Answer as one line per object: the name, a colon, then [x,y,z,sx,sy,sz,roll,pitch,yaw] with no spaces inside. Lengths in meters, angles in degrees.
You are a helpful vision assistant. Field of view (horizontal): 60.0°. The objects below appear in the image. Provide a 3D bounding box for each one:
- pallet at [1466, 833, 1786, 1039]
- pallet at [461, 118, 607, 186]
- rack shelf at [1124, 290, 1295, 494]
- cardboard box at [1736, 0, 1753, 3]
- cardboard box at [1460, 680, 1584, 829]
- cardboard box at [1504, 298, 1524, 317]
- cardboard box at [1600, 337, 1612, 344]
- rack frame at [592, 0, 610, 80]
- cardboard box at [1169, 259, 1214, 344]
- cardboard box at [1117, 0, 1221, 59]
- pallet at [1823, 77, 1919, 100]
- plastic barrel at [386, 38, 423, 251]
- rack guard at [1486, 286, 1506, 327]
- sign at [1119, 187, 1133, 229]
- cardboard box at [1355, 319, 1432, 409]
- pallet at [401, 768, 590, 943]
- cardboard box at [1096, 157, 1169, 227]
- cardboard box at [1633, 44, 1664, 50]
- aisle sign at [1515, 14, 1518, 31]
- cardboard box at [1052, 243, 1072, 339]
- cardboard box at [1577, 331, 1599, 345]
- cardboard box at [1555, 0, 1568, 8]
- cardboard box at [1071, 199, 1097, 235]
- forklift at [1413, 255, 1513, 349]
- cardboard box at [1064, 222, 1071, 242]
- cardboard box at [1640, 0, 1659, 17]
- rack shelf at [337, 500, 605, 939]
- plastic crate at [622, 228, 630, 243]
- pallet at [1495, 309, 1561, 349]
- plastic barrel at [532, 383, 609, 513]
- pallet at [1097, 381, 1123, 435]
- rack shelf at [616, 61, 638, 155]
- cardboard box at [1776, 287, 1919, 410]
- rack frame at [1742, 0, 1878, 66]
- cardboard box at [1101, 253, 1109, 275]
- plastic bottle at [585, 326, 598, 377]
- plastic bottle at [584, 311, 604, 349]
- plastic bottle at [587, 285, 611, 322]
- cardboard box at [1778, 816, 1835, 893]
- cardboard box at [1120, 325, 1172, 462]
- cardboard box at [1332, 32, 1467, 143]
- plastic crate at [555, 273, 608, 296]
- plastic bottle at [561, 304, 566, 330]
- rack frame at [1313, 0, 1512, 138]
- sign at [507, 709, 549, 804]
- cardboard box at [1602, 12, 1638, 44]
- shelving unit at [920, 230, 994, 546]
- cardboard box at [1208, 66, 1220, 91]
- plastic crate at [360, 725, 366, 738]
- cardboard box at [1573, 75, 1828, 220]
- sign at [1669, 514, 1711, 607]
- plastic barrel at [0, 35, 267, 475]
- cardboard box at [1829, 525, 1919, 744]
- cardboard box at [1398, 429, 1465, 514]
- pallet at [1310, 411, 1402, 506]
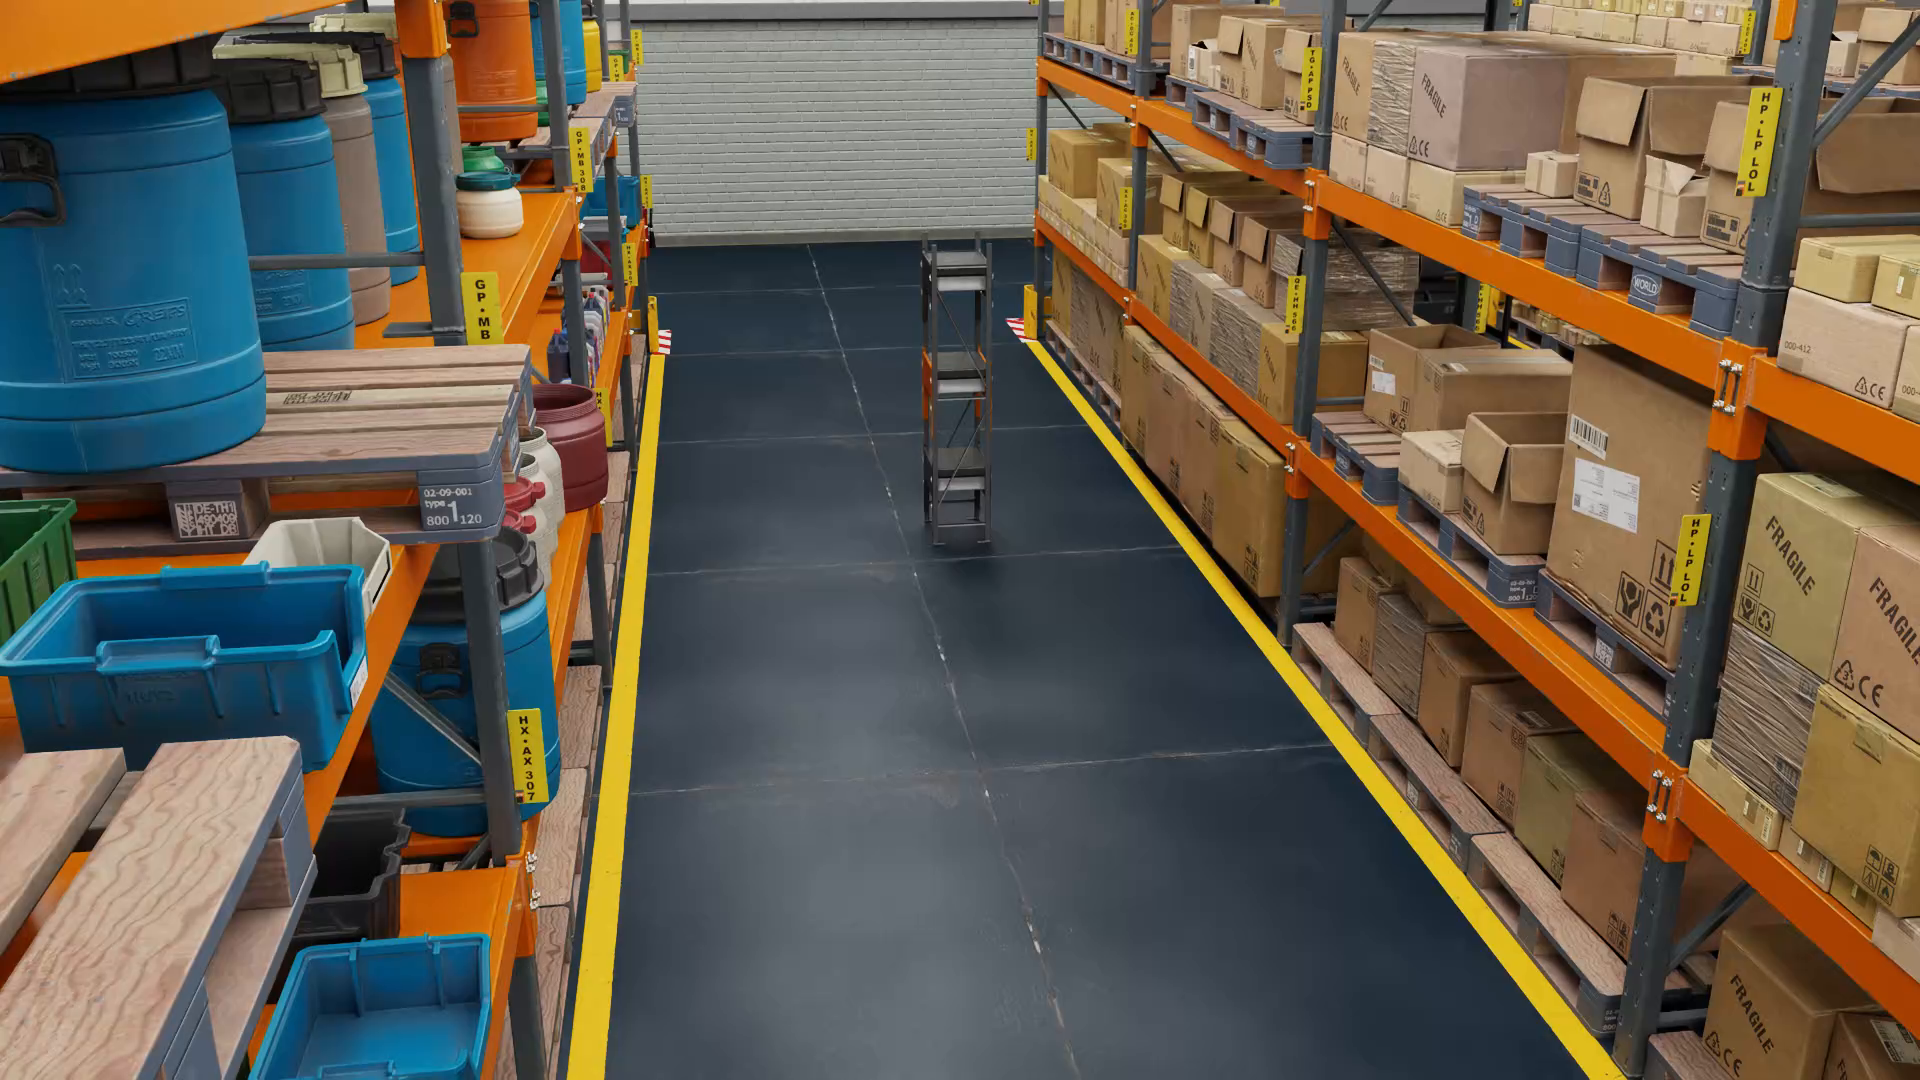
pallet: [2.887,1.620,7.077,1.003,0.211,1.213,-3,21,-8]
pallet: [-2.491,-2.139,9.138,1.003,0.211,1.213,-3,21,-8]
rack shelf: [2.136,-1.157,11.556,1.077,0.370,4.000,-3,21,-8]
cardboard box: [6.877,-4.543,14.236,0.380,0.149,0.250,-4,21,-9]
cardboard box: [2.802,0.975,7.764,0.700,0.500,0.500,-5,21,-12]
cardboard box: [5.952,-2.451,17.465,0.380,0.149,0.250,-2,21,-7]
cardboard box: [6.289,-1.953,15.708,0.380,0.149,0.250,-4,21,-10]
rack frame: [-3.054,-4.747,11.566,1.000,3.000,0.127,-3,21,-8]
cardboard box: [1.812,-1.714,11.876,0.500,0.500,0.500,-3,21,-9]
cardboard box: [1.675,-4.150,13.368,0.700,0.500,0.500,-4,21,-11]
pallet: [6.906,-3.141,11.820,1.213,0.211,1.003,-3,21,-8]
plastic barrel: [-2.479,-1.637,6.910,0.600,0.830,0.708,-3,21,-8]
rack guard: [6.205,-2.590,17.935,1.175,0.500,0.348,-3,21,-8]
sign: [1.299,-2.601,13.042,0.100,0.325,0.005,-3,21,-8]
cardboard box: [2.623,-1.031,10.046,0.500,0.500,0.500,-2,21,-6]
pallet: [-2.231,1.446,7.543,1.003,0.211,1.213,-3,21,-8]
cardboard box: [1.449,-2.927,13.982,0.500,0.500,0.500,-3,21,-7]
cardboard box: [6.298,-4.242,14.715,0.500,0.250,0.500,-3,21,-8]
aisle sign: [5.886,-5.015,17.140,0.394,0.787,0.004,-3,21,-8]
cardboard box: [1.442,-2.556,16.708,0.875,0.875,0.875,-3,21,-8]
cardboard box: [6.189,-1.916,16.032,0.380,0.149,0.250,-3,21,-8]
cardboard box: [6.001,-5.232,16.081,0.380,0.149,0.250,-3,21,-8]
cardboard box: [1.304,-2.927,15.055,0.500,0.250,0.500,-3,21,-9]
forklift: [4.124,-2.468,14.134,1.130,2.935,3.031,-3,21,-8]
cardboard box: [1.183,-2.869,15.471,0.380,0.149,0.250,-3,21,-8]
cardboard box: [6.243,-4.699,14.653,0.380,0.149,0.250,-3,21,-8]
rack shelf: [-2.189,0.477,7.179,1.077,0.370,4.000,-3,21,-8]
plastic crate: [-3.081,-2.573,14.473,0.416,0.233,0.300,-3,21,-8]
pallet: [6.287,-2.171,17.228,1.003,0.211,1.213,-3,21,-8]
plastic barrel: [-2.110,-0.470,8.494,0.600,0.536,0.708,-3,21,-8]
pallet: [1.815,-1.148,14.487,1.003,0.211,1.213,-3,21,-8]
rack shelf: [-3.342,-3.698,14.070,1.077,0.370,4.000,-3,21,-8]
cardboard box: [2.812,-0.583,4.918,0.500,0.250,0.500,-4,21,-10]
rack frame: [6.770,-5.212,12.810,1.000,3.000,0.127,-3,21,-8]
cardboard box: [1.405,-2.336,14.043,0.380,0.149,0.250,-3,21,-9]
plastic bottle: [-2.439,-1.231,10.795,0.144,0.351,0.185,-3,21,-8]
plastic bottle: [-2.552,-1.458,11.509,0.152,0.276,0.135,-3,21,-8]
plastic bottle: [-2.677,-1.759,12.315,0.152,0.276,0.135,-3,21,-8]
cardboard box: [2.821,0.963,5.210,0.380,0.149,0.250,-3,21,-8]
cardboard box: [1.960,-1.168,12.992,1.225,0.875,0.875,-3,21,-8]
cardboard box: [2.237,-2.312,8.476,0.500,0.500,0.500,-3,21,-7]
plastic crate: [-2.979,-2.010,13.102,0.396,0.136,0.243,-3,21,-8]
plastic bottle: [-2.713,-1.541,11.625,0.144,0.351,0.185,-3,21,-8]
rack frame: [2.424,-3.612,8.526,1.000,3.000,0.127,-3,21,-8]
sign: [-1.354,0.679,5.215,0.100,0.325,0.005,-3,21,-8]
cardboard box: [6.212,-4.660,15.118,0.500,0.250,0.500,-4,21,-10]
shelving unit: [-0.024,-1.041,11.502,0.431,2.100,0.503,-3,21,-8]
cardboard box: [1.914,-3.148,11.329,0.380,0.149,0.250,-4,21,-10]
plastic crate: [-2.367,0.474,6.182,0.392,0.384,0.575,-3,21,-8]
cardboard box: [2.894,-1.561,6.574,0.797,0.503,0.637,-2,21,-6]
sign: [2.452,0.070,5.587,0.100,0.325,0.005,-3,21,-8]
plastic barrel: [-1.863,-0.654,3.576,0.600,0.901,0.708,-3,21,-8]
cardboard box: [2.888,0.270,4.709,0.500,0.500,0.500,-3,21,-8]
cardboard box: [2.438,-0.336,7.944,0.500,0.250,0.500,-4,21,-9]
pallet: [2.632,-0.471,8.963,1.213,0.211,1.003,-3,21,-8]
